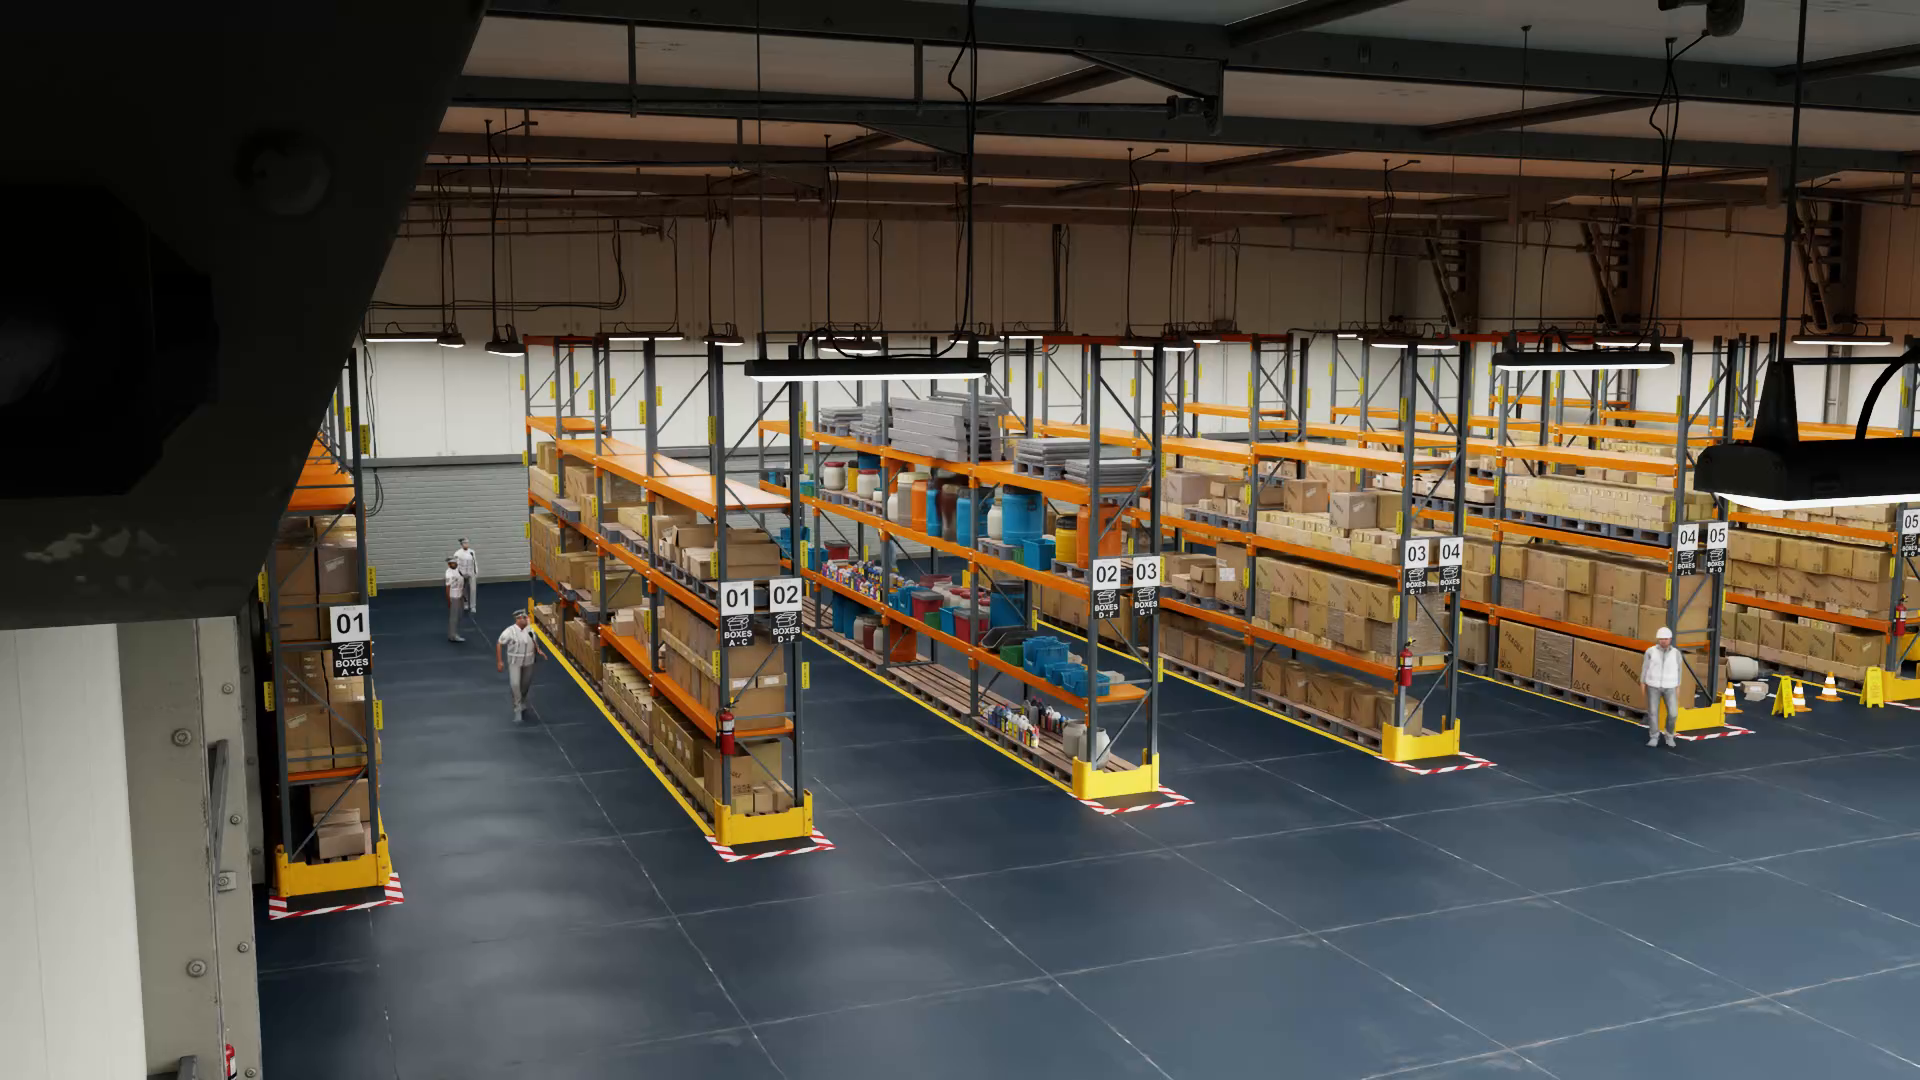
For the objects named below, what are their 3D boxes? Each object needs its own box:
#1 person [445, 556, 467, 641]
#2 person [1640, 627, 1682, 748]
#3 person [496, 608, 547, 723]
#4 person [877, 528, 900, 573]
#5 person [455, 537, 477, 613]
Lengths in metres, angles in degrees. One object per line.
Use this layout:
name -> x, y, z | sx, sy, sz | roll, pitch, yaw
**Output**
person -> -9.941, 1.135, 32.796 | 0.367, 1.693, 0.537 | -1, 8, -5
person -> 10.402, 2.185, 24.700 | 0.567, 1.793, 0.425 | 3, 8, 22
person -> -7.003, 1.964, 26.548 | 0.753, 1.767, 0.991 | -3, 8, -22
person -> -1.764, -0.068, 41.714 | 0.600, 1.797, 0.556 | -5, 9, -34
person -> -10.647, 0.741, 35.829 | 0.483, 1.631, 1.001 | -2, 8, -16
